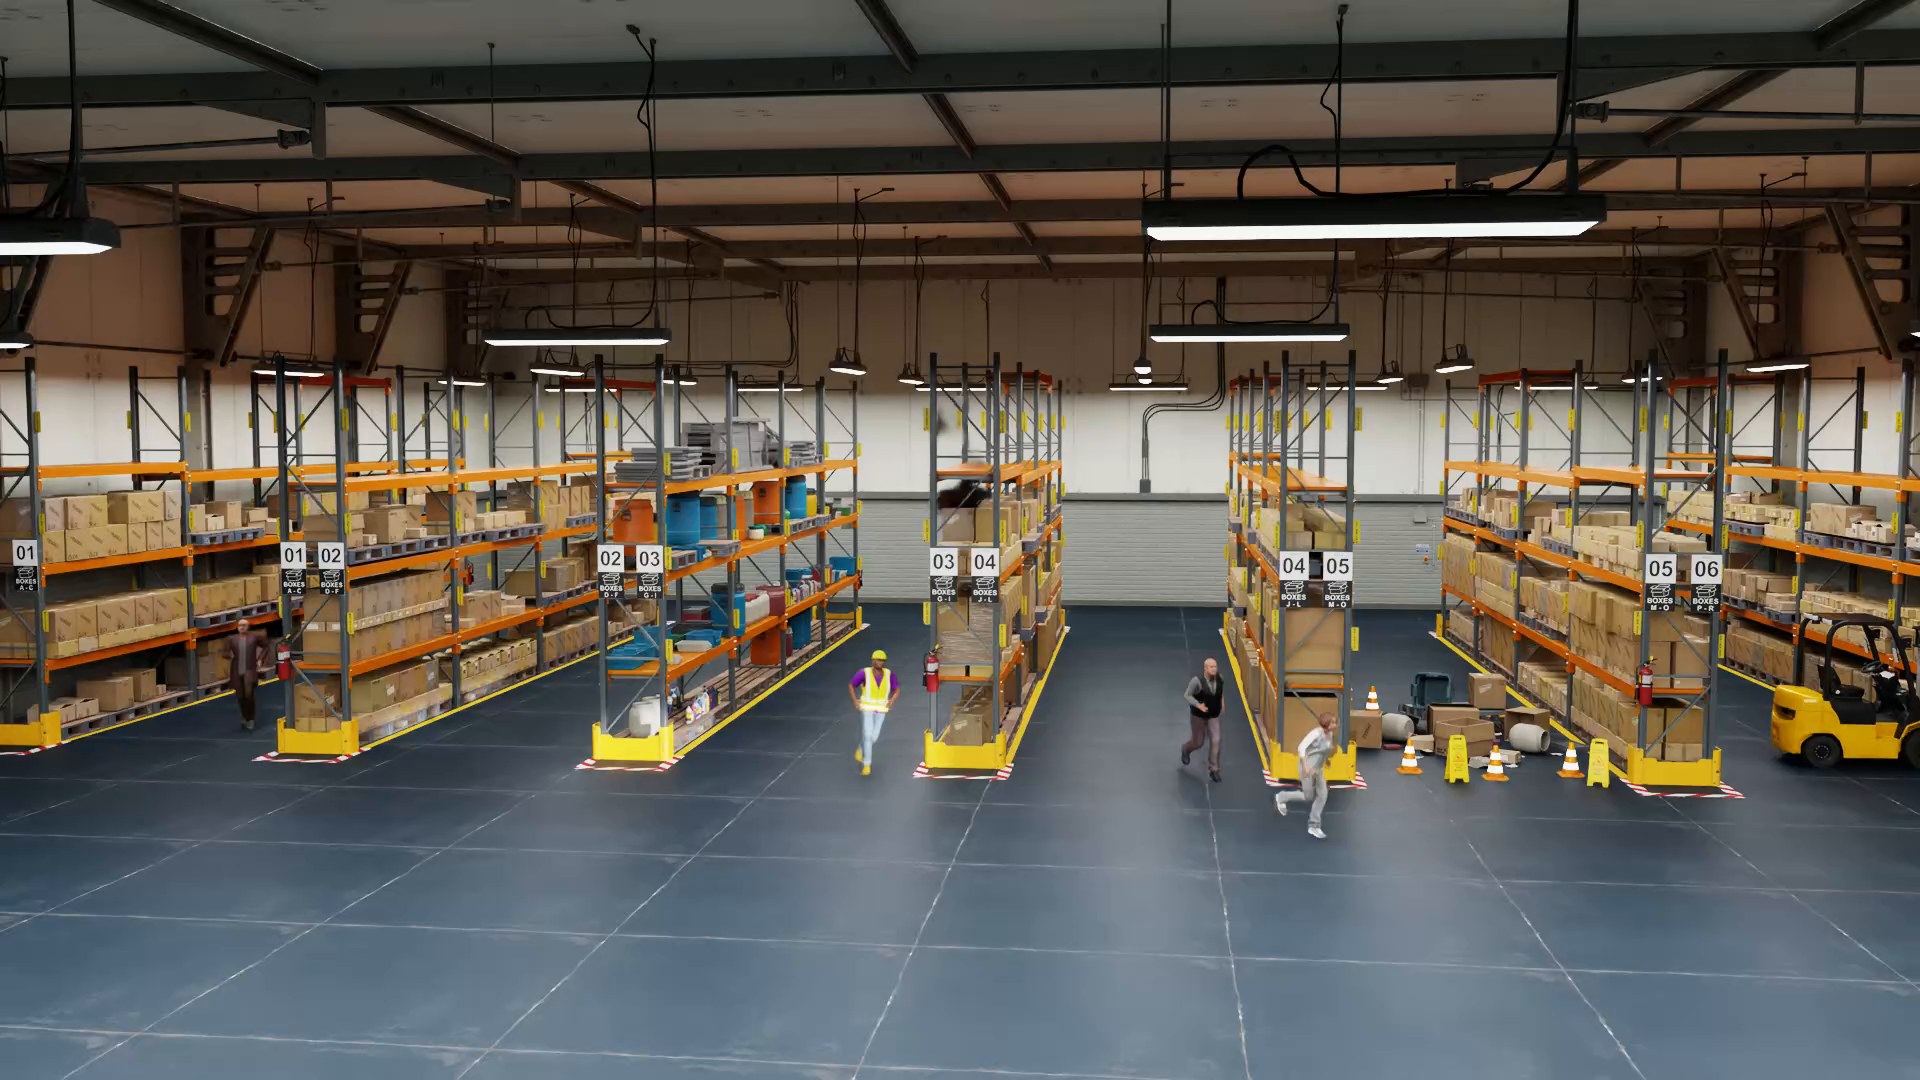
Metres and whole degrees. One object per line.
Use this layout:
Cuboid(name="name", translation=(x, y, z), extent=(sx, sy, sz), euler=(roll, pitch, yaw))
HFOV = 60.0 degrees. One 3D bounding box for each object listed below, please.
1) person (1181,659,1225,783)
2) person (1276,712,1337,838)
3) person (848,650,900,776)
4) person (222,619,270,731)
Cuboid(name="person", translation=(3.457, 2.498, 23.511), extent=(0.695, 1.689, 1.055), euler=(-2, 4, -22))
Cuboid(name="person", translation=(4.225, 2.826, 20.291), extent=(0.818, 1.546, 0.539), euler=(3, 5, 41))
Cuboid(name="person", translation=(-1.228, 2.450, 24.005), extent=(0.750, 1.738, 0.860), euler=(-1, 4, -18))
Cuboid(name="person", translation=(-11.679, 2.205, 27.146), extent=(0.683, 1.829, 0.768), euler=(-1, 4, -9))
